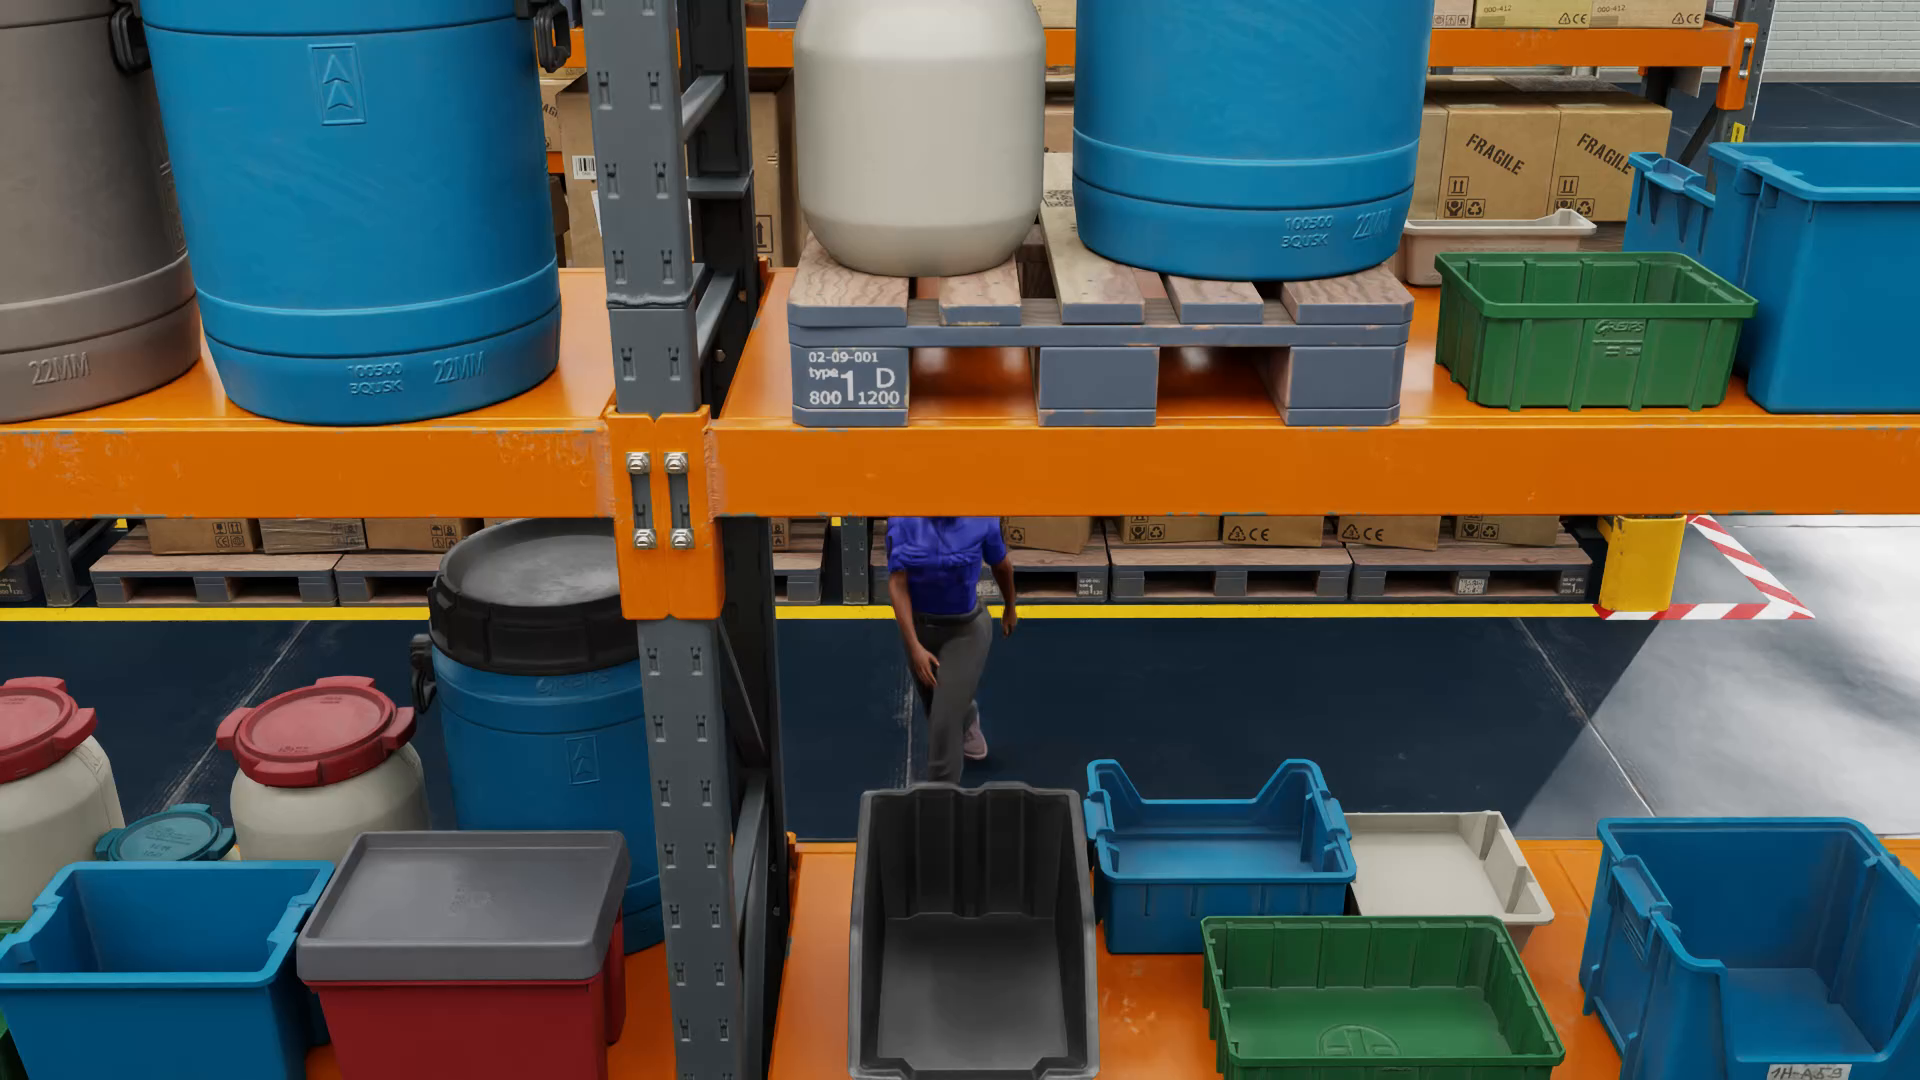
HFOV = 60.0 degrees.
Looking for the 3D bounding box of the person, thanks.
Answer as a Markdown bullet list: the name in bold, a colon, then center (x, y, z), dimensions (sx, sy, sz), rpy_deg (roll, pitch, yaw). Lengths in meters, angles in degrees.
- **person**: center (-0.043, 0.337, 6.386), dimensions (0.435, 1.597, 0.985), rpy_deg (6, 25, 14)
